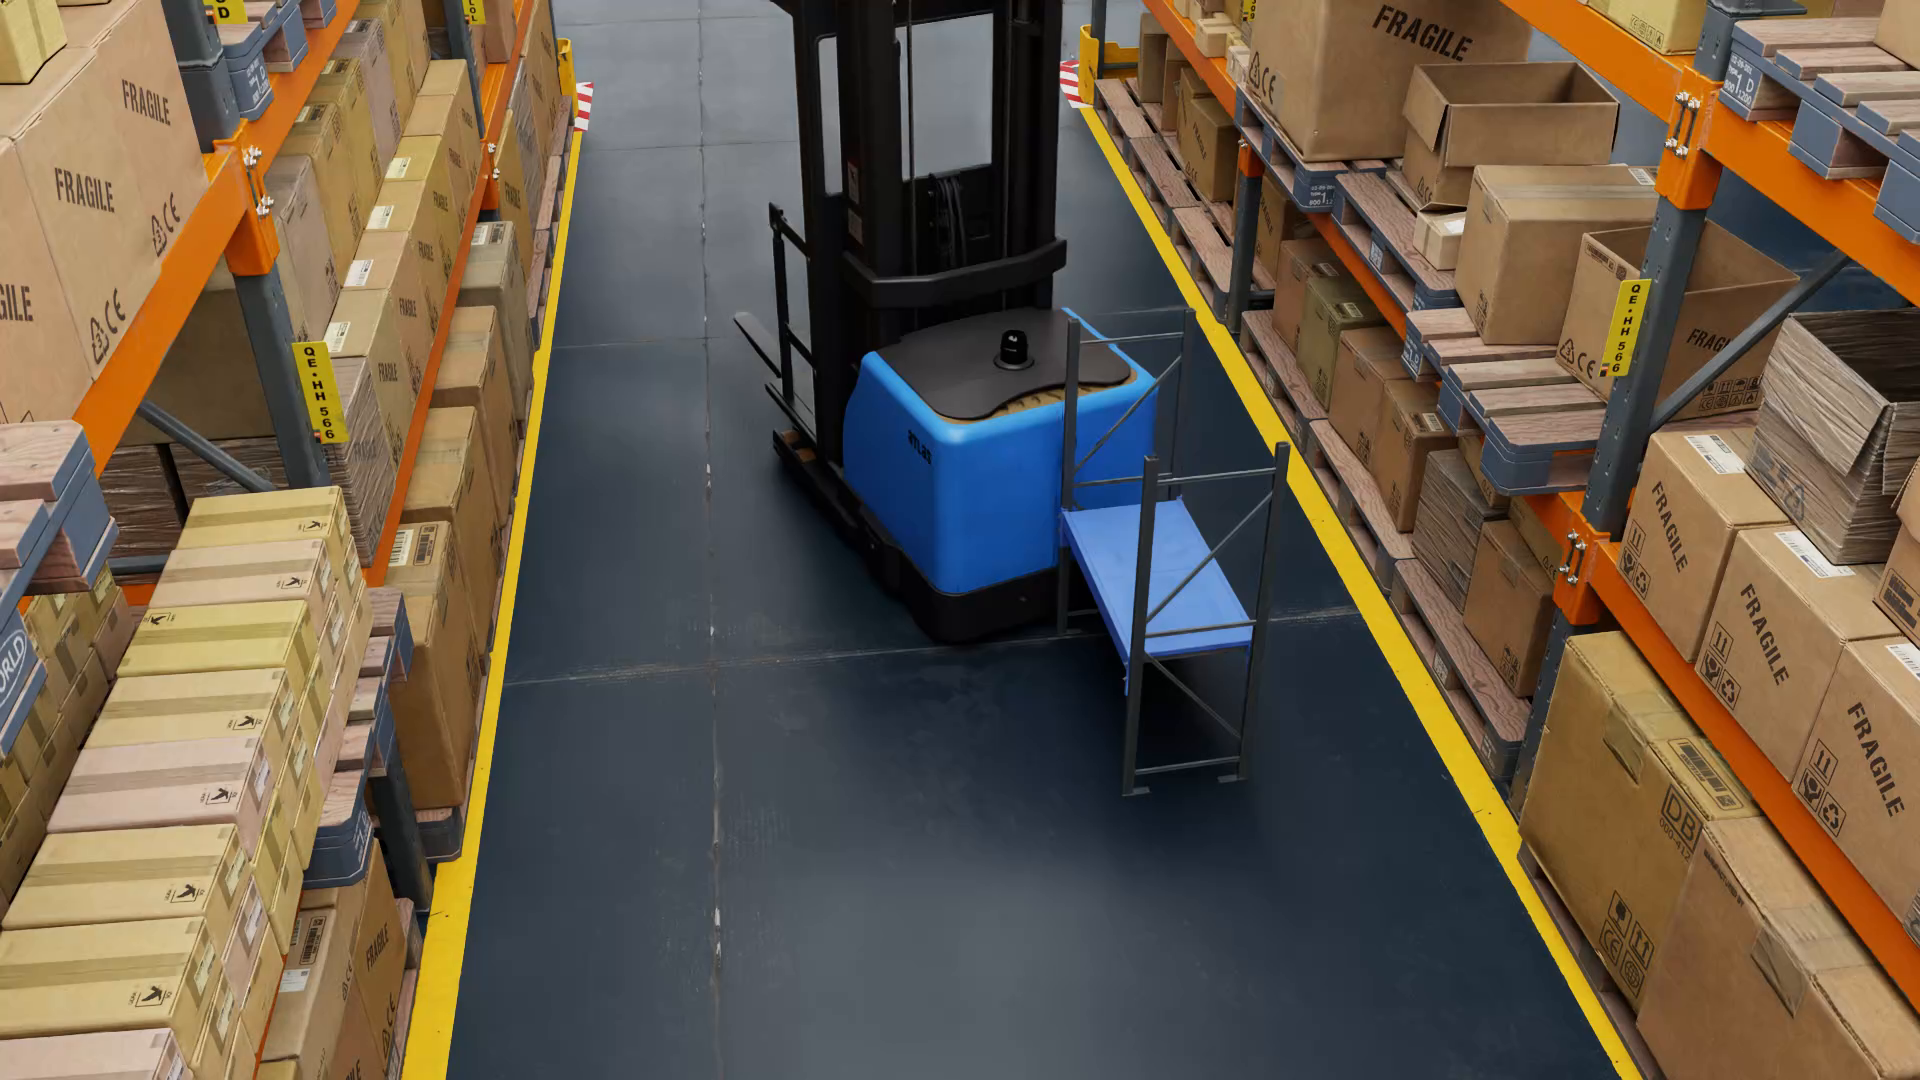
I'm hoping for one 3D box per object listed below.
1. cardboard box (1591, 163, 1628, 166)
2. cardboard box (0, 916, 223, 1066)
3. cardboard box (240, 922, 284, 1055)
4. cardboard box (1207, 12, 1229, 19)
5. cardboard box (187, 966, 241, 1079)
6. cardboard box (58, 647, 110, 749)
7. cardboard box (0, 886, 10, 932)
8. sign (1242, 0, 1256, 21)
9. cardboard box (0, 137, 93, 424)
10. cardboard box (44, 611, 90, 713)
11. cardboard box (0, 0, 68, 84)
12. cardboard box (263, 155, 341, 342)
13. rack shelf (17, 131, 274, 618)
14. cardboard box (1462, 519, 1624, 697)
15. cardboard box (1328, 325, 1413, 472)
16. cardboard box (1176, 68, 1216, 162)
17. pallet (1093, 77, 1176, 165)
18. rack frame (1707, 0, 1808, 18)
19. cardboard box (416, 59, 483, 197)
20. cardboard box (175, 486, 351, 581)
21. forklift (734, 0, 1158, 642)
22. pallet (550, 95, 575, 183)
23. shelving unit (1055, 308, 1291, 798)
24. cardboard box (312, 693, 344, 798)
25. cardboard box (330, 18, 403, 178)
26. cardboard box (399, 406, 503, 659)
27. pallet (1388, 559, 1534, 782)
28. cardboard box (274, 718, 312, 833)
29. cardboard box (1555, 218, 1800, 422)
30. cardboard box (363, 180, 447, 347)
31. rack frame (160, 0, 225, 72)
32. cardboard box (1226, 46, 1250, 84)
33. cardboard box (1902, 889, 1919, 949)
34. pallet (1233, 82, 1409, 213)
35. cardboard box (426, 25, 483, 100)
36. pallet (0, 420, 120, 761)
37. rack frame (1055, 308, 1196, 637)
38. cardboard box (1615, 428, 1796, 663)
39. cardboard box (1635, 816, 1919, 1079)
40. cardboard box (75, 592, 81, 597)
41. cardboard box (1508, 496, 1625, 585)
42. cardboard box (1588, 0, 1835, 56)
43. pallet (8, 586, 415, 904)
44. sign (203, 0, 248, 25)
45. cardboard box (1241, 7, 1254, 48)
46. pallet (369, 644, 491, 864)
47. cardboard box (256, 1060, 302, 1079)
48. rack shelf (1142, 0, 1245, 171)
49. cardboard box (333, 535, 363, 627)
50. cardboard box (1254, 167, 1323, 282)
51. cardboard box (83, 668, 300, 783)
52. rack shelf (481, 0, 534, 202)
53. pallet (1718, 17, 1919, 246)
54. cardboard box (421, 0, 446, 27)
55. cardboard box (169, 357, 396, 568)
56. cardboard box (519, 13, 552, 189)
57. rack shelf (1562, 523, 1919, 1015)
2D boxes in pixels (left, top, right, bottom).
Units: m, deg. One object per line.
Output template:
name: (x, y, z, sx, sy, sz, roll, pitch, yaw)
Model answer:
cardboard box: (2.570, -1.309, 6.767, 0.500, 0.250, 0.500, -5, 35, -8)
cardboard box: (-1.635, 0.865, 3.139, 0.380, 0.149, 0.250, -3, 34, -5)
cardboard box: (-1.672, 0.962, 3.526, 0.380, 0.149, 0.250, -3, 34, -5)
cardboard box: (1.664, -3.036, 9.764, 0.380, 0.149, 0.250, -4, 35, -6)
cardboard box: (-1.633, 0.987, 3.224, 0.380, 0.149, 0.250, -5, 35, -7)
cardboard box: (-2.465, 0.420, 4.321, 0.380, 0.149, 0.250, -3, 34, -4)
cardboard box: (-2.352, 0.869, 3.661, 0.380, 0.149, 0.250, -3, 34, -5)
sign: (1.493, -2.789, 8.410, 0.100, 0.325, 0.005, -4, 35, -6)
cardboard box: (-1.889, -0.349, 2.847, 0.500, 0.500, 0.500, -4, 35, -6)
cardboard box: (-2.456, 0.318, 4.206, 0.380, 0.149, 0.250, -3, 34, -4)
cardboard box: (-1.965, -1.031, 3.168, 0.396, 0.266, 0.258, -4, 35, -6)
cardboard box: (-2.481, -0.913, 5.450, 0.700, 0.500, 0.500, -5, 35, -7)
rack shelf: (-2.092, 0.248, 2.697, 1.077, 0.370, 4.000, -4, 35, -6)
cardboard box: (2.458, 0.234, 6.572, 0.700, 0.500, 0.500, -6, 35, -9)
cardboard box: (2.212, -0.702, 7.945, 0.700, 0.500, 0.500, -7, 35, -10)
cardboard box: (1.739, -2.818, 11.068, 0.500, 0.500, 0.500, -1, 34, -2)
pallet: (1.576, -3.058, 12.050, 1.003, 0.211, 1.213, -4, 35, -6)
rack frame: (2.567, -2.724, 3.756, 1.000, 3.000, 0.127, -4, 35, -6)
cardboard box: (-2.564, -1.928, 7.827, 0.500, 0.500, 0.500, -5, 35, -7)
cardboard box: (-1.841, -0.002, 4.411, 0.380, 0.149, 0.250, -6, 35, -8)
forklift: (-0.276, -1.598, 7.492, 1.130, 2.935, 3.031, -16, 37, -22)
pallet: (-3.252, -2.797, 11.667, 1.003, 0.211, 1.213, -4, 35, -6)
shelving unit: (0.758, 0.041, 6.357, 0.538, 1.500, 1.048, -6, 35, -9)
cardboard box: (-1.773, 0.528, 4.162, 0.380, 0.149, 0.250, -4, 34, -6)
cardboard box: (-2.688, -1.766, 6.702, 0.700, 0.500, 0.500, -4, 34, -6)
cardboard box: (-2.475, -0.004, 6.716, 1.050, 0.750, 0.750, -4, 34, -6)
pallet: (2.464, 0.471, 6.871, 1.003, 0.211, 1.213, -4, 35, -6)
cardboard box: (-1.735, 0.558, 3.853, 0.380, 0.149, 0.250, -4, 35, -6)
cardboard box: (2.455, -0.758, 5.737, 0.500, 0.500, 0.500, -9, 35, -12)
cardboard box: (-2.357, -1.081, 6.584, 0.500, 0.500, 0.500, -5, 35, -7)
rack frame: (-2.361, -2.404, 3.287, 1.000, 3.000, 0.127, -4, 35, -6)
cardboard box: (1.685, -2.611, 9.141, 0.380, 0.149, 0.250, -4, 35, -6)
cardboard box: (2.573, 0.858, 3.738, 0.500, 0.500, 0.500, -4, 35, -6)
pallet: (1.988, -1.960, 8.133, 1.003, 0.211, 1.213, -4, 35, -6)
cardboard box: (-2.960, -2.424, 8.511, 0.875, 0.550, 0.550, -4, 35, -6)
pallet: (-1.943, 0.214, 2.276, 1.213, 0.211, 1.003, -4, 35, -6)
rack frame: (0.659, -0.239, 6.769, 0.500, 1.500, 0.032, -6, 35, -9)
cardboard box: (2.363, 0.006, 4.989, 0.500, 0.500, 0.500, -3, 34, -5)
cardboard box: (2.752, 1.345, 4.627, 1.225, 0.875, 0.875, -4, 35, -6)
cardboard box: (-2.490, 0.034, 4.358, 0.380, 0.149, 0.250, -4, 35, -6)
cardboard box: (2.448, -0.075, 6.360, 0.500, 0.250, 0.500, -3, 34, -4)
cardboard box: (2.261, -1.669, 5.005, 0.500, 0.250, 0.500, -4, 35, -6)
pallet: (-2.160, 0.543, 4.459, 1.213, 0.211, 1.003, -4, 35, -6)
sign: (-1.823, -1.419, 4.045, 0.100, 0.325, 0.005, -4, 35, -6)
cardboard box: (2.030, -2.897, 8.984, 0.875, 0.500, 0.500, -4, 35, -6)
pallet: (-2.392, 0.781, 6.416, 1.003, 0.211, 1.213, -4, 35, -6)
cardboard box: (-1.878, 1.552, 3.990, 0.500, 0.250, 0.500, -4, 34, -5)
rack shelf: (1.761, -3.296, 10.561, 1.077, 0.370, 4.000, -4, 35, -6)
cardboard box: (-1.843, 0.123, 4.492, 0.380, 0.149, 0.250, -4, 34, -5)
cardboard box: (2.015, -1.844, 9.638, 0.500, 0.500, 0.500, -5, 35, -8)
cardboard box: (-1.734, 0.433, 3.773, 0.380, 0.149, 0.250, -3, 34, -5)
rack shelf: (-3.168, -2.976, 10.093, 1.077, 0.370, 4.000, -4, 35, -6)
pallet: (2.707, -1.051, 4.133, 1.213, 0.211, 1.003, -3, 34, -4)
cardboard box: (-2.915, -2.874, 8.212, 0.875, 0.550, 0.550, -4, 35, -6)
cardboard box: (-2.154, -0.238, 5.346, 0.500, 0.500, 0.500, -4, 34, -6)
cardboard box: (-3.160, -2.821, 10.740, 0.875, 0.875, 0.875, -5, 35, -7)
rack shelf: (2.836, 1.169, 4.010, 1.077, 0.370, 4.000, -4, 35, -6)
